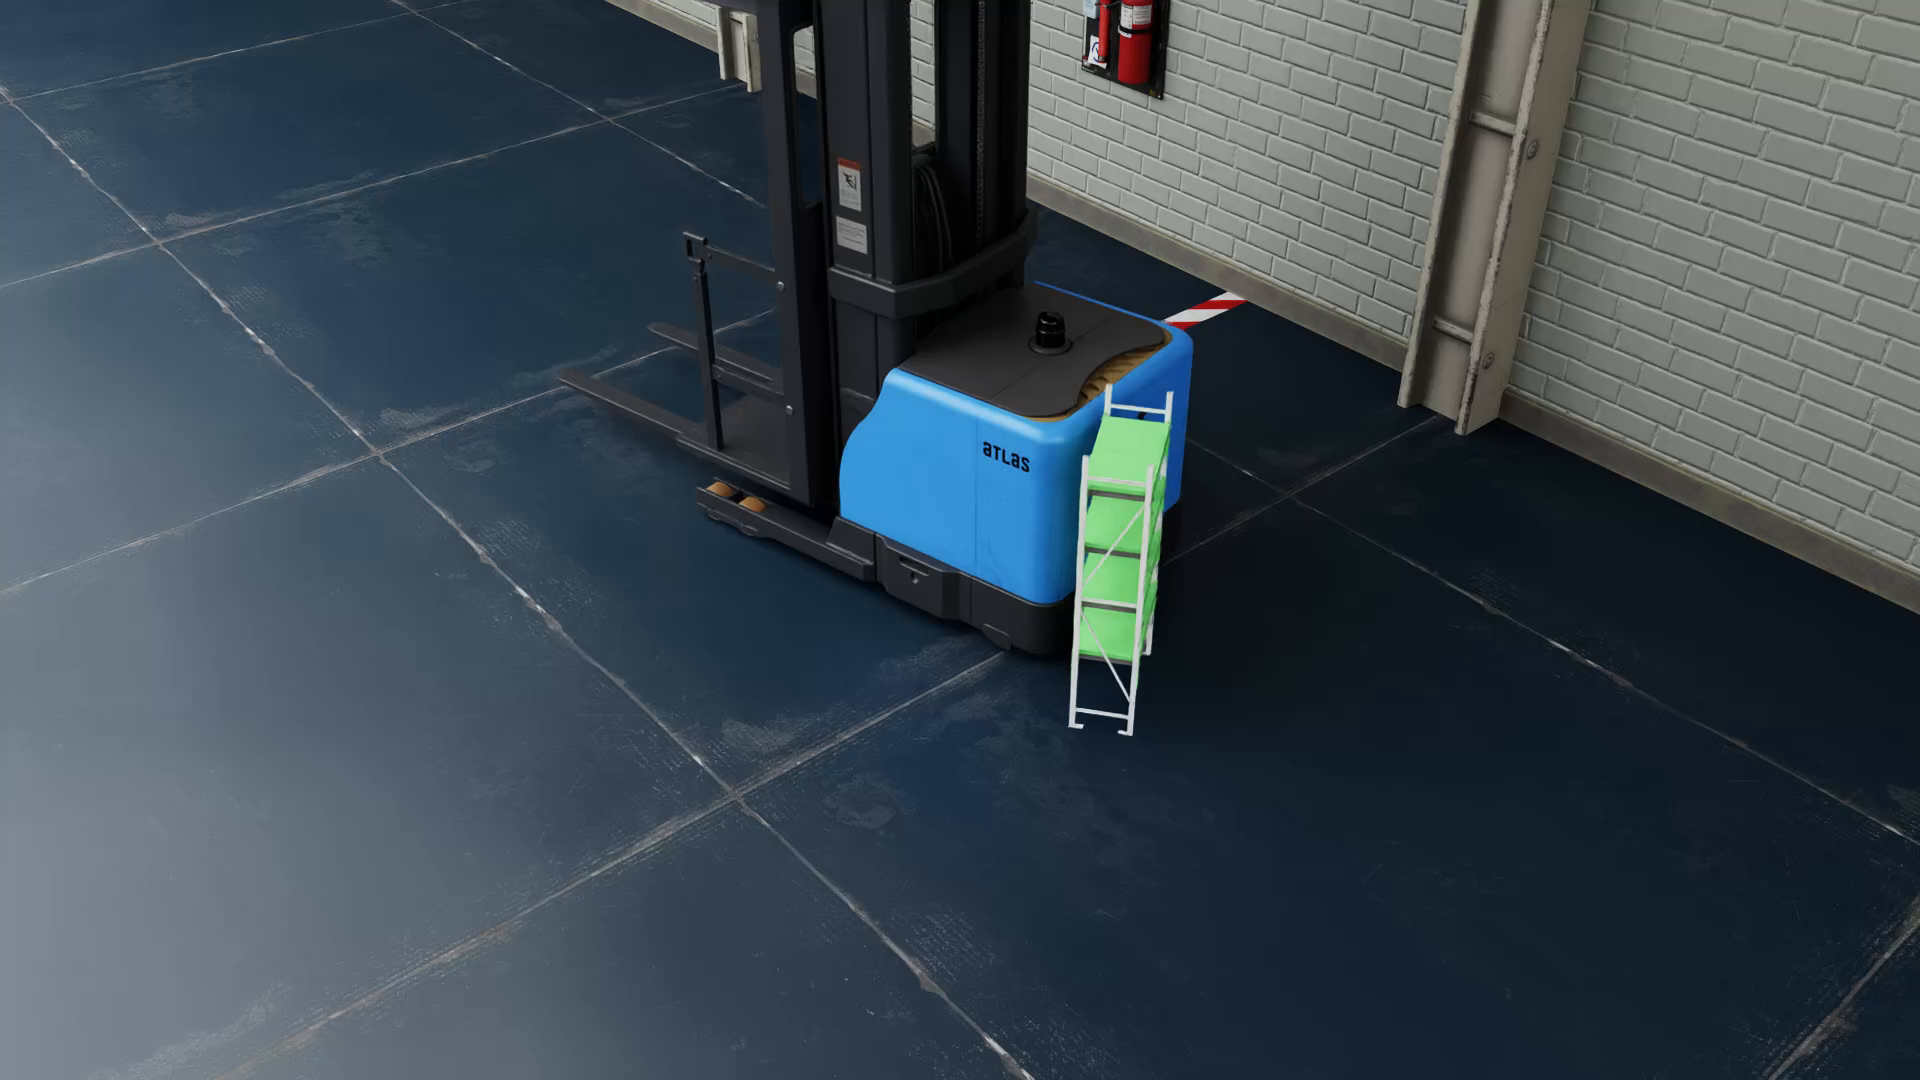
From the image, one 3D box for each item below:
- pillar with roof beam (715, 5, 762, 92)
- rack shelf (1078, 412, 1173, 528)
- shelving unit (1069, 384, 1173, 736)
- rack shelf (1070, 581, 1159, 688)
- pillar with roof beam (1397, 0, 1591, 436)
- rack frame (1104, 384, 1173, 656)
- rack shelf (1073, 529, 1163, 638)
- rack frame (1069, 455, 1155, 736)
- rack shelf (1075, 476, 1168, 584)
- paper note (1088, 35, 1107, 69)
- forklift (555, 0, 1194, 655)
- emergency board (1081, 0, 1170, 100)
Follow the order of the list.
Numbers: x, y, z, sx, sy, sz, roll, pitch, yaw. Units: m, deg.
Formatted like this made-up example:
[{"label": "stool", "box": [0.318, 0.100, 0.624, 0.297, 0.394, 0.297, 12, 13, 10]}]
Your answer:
[{"label": "pillar with roof beam", "box": [-4.764, -5.357, 7.028, 9.100, 9.000, 0.400, -26, 43, -32]}, {"label": "rack shelf", "box": [0.585, -0.253, 5.849, 0.258, 0.148, 0.480, 8, 36, 11]}, {"label": "shelving unit", "box": [0.585, 0.087, 6.089, 0.258, 1.200, 0.503, 8, 36, 11]}, {"label": "rack shelf", "box": [0.585, 0.335, 6.265, 0.258, 0.148, 0.480, 8, 36, 11]}, {"label": "pillar with roof beam", "box": [-0.892, -2.708, 3.287, 9.100, 9.000, 0.400, -26, 43, -32]}, {"label": "rack frame", "box": [0.641, -0.051, 6.283, 0.240, 1.200, 0.015, 8, 36, 11]}, {"label": "rack shelf", "box": [0.585, 0.139, 6.126, 0.258, 0.148, 0.480, 8, 36, 11]}, {"label": "rack frame", "box": [0.529, 0.224, 5.896, 0.240, 1.200, 0.015, 8, 36, 11]}, {"label": "rack shelf", "box": [0.585, -0.057, 5.988, 0.258, 0.148, 0.480, 8, 36, 11]}, {"label": "paper note", "box": [0.769, -2.715, 9.250, 0.016, 0.148, 0.142, -26, 43, -32]}, {"label": "forklift", "box": [-0.543, -1.434, 6.739, 3.031, 2.935, 1.130, 24, 42, 30]}, {"label": "emergency board", "box": [0.831, -2.971, 8.849, 0.194, 1.169, 0.643, -26, 43, -32]}]
